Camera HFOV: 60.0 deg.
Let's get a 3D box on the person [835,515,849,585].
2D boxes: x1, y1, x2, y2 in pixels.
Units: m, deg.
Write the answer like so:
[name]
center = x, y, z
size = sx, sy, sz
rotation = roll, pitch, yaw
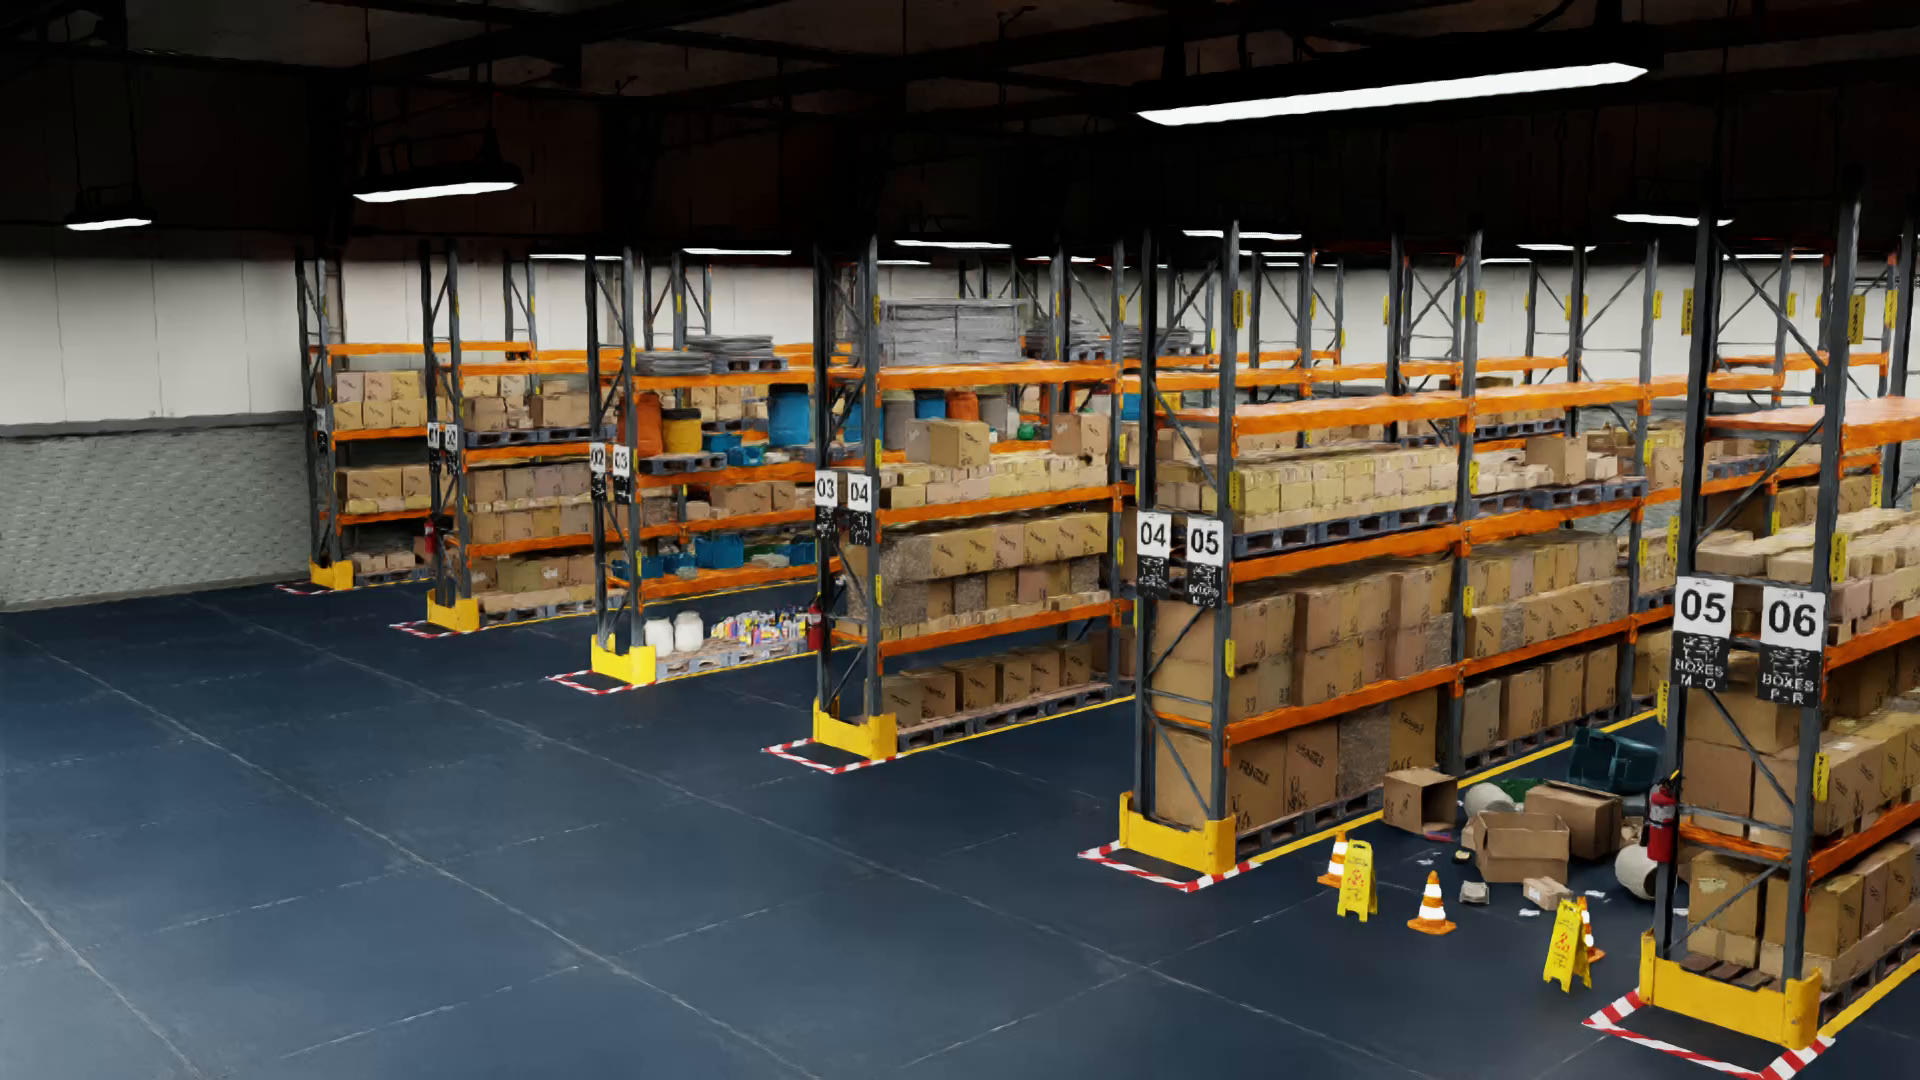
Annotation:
[person]
center = -1.875, -0.015, 29.824
size = 1.194, 1.609, 0.598
rotation = -7, 11, -40
